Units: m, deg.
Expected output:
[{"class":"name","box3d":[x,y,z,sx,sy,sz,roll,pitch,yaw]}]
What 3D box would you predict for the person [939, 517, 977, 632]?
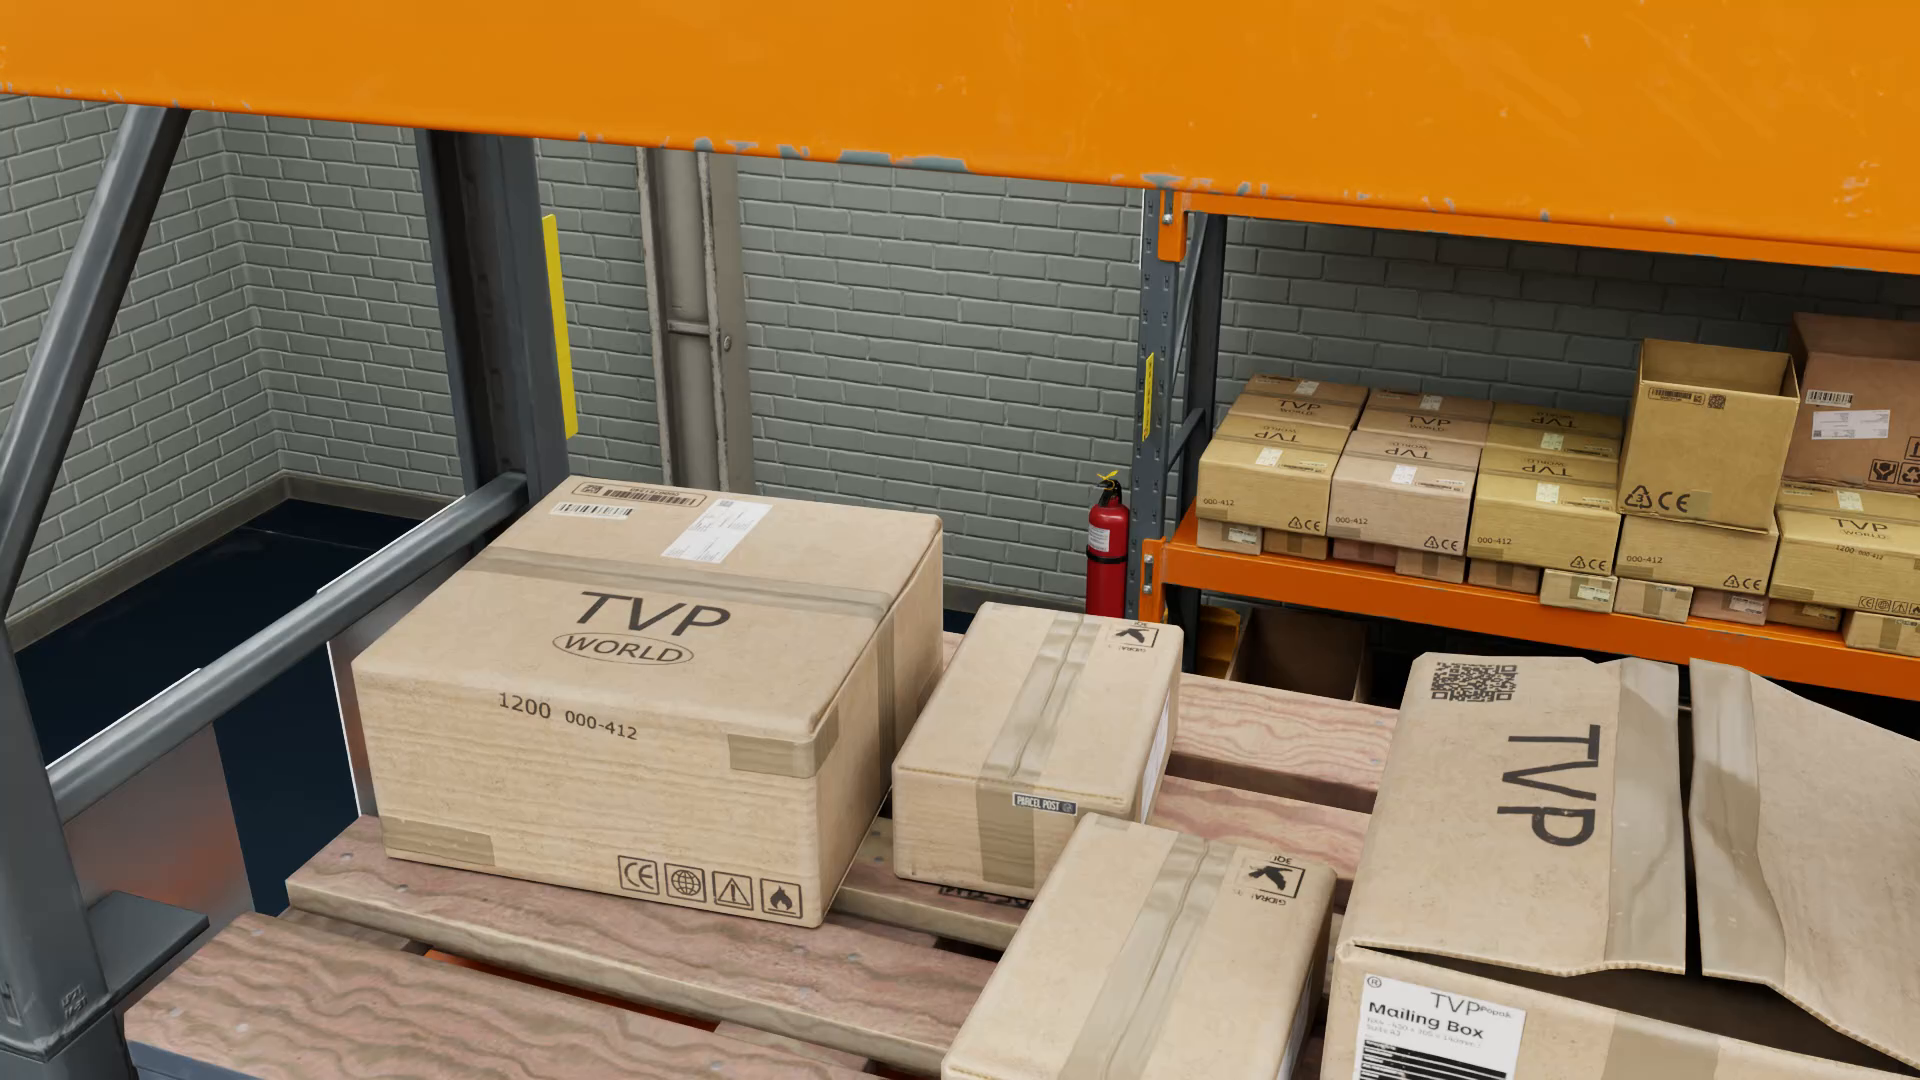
[{"class":"person","box3d":[-0.171,0.716,6.096,0.454,1.757,0.636,8,27,15]}]
